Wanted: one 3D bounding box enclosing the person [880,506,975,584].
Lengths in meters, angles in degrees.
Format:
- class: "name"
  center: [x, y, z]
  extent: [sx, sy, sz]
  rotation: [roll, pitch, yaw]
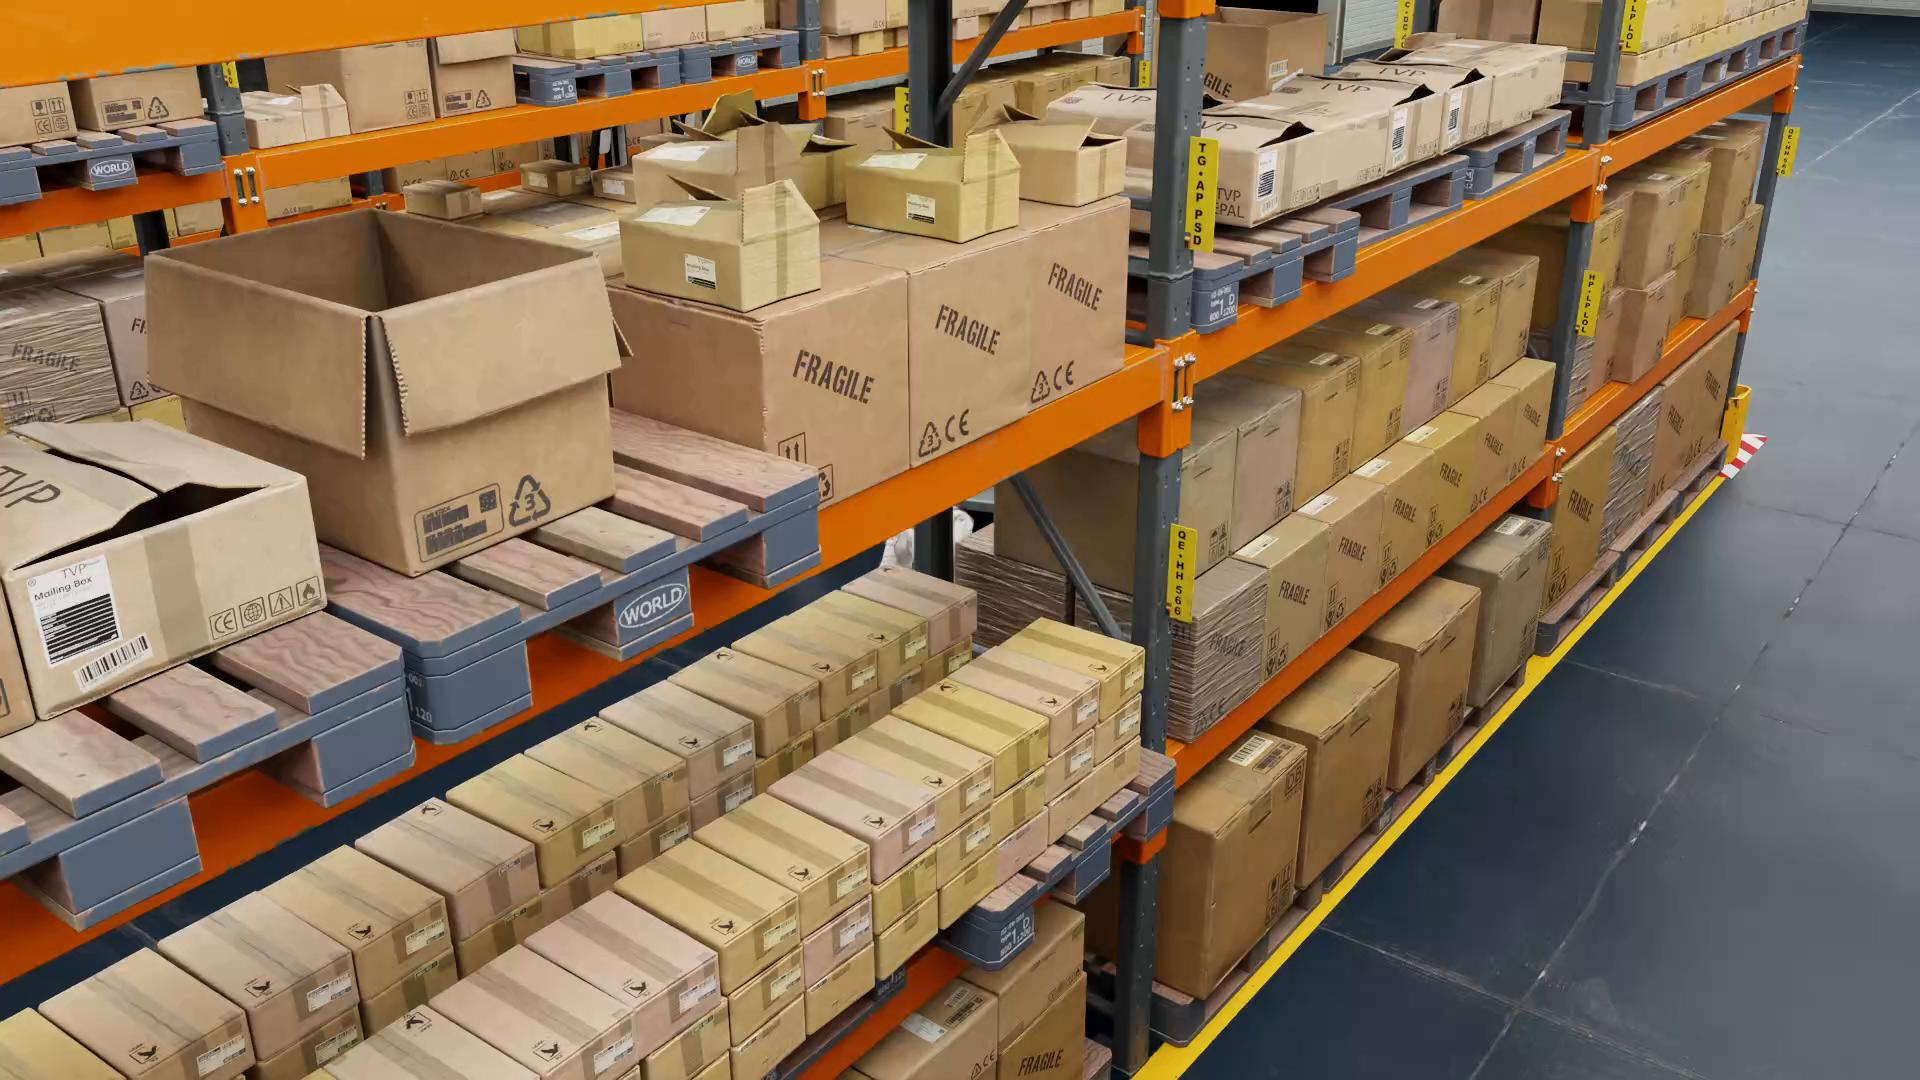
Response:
- class: "person"
  center: [-0.157, 0.369, 7.768]
  extent: [0.417, 1.663, 0.542]
  rotation: [16, 28, 32]
